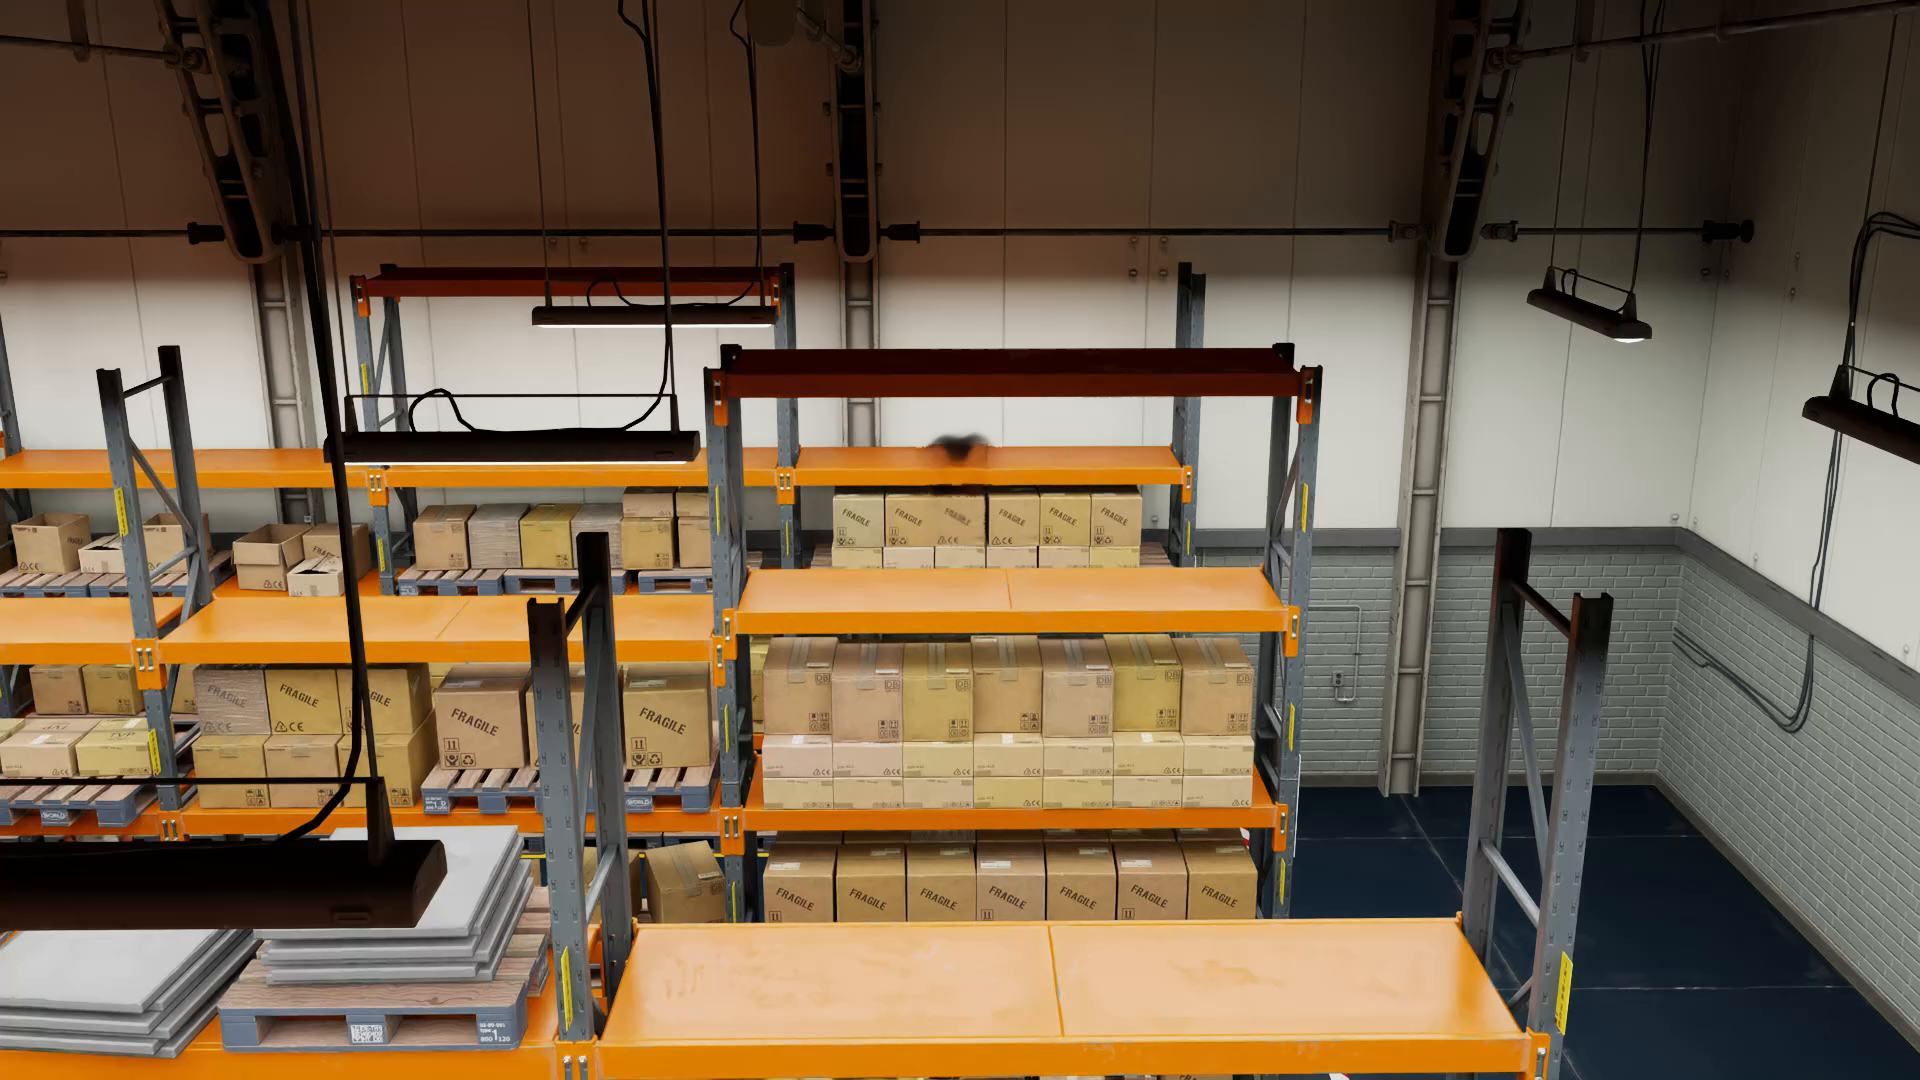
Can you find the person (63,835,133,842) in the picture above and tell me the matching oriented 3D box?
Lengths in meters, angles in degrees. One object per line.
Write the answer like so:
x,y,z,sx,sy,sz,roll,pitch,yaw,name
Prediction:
-7.917,2.912,15.338,0.608,1.794,0.413,-4,17,-13,person
